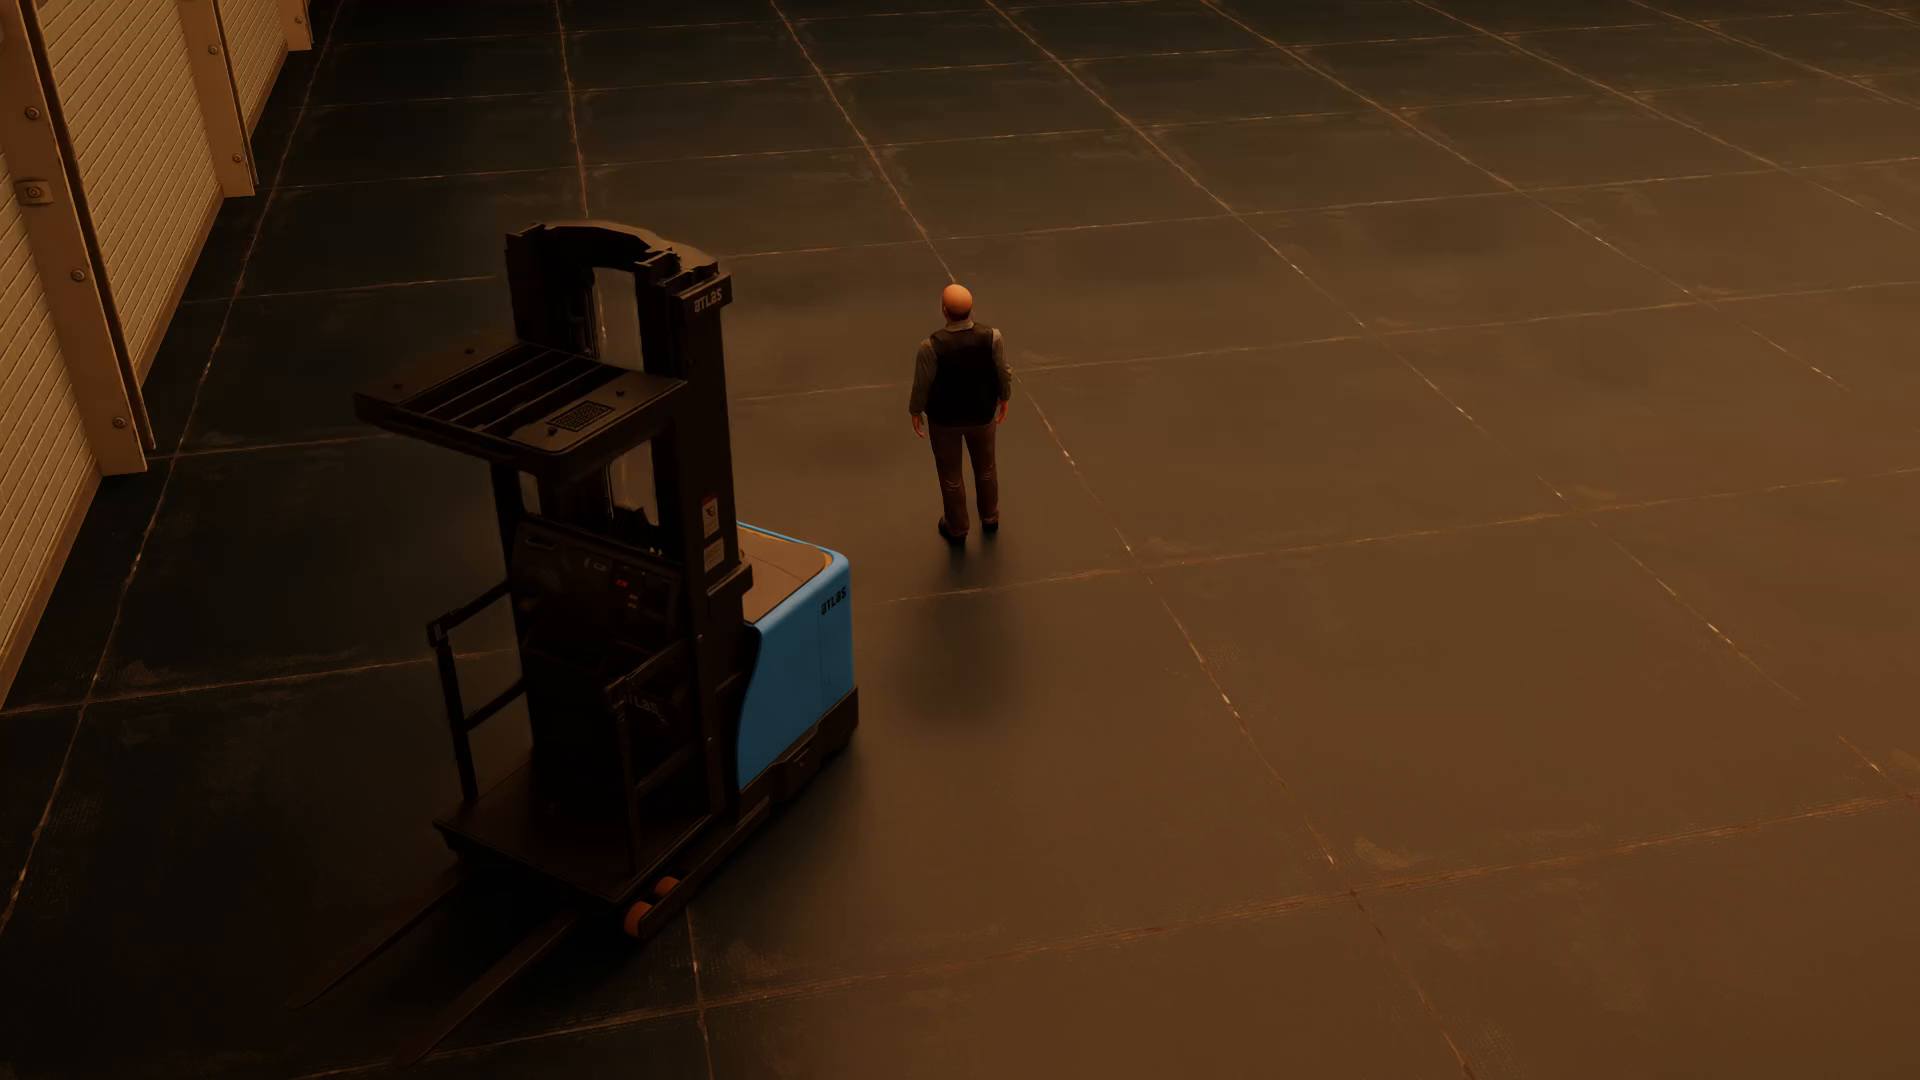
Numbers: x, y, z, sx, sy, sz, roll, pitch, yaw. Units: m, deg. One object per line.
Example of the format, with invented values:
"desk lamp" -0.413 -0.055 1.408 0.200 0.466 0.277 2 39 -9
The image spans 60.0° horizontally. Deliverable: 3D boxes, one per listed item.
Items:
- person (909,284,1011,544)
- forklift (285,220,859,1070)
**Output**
"person" -0.008 -0.783 10.119 0.633 1.722 0.566 -7 31 -12
"forklift" -1.706 0.250 7.142 1.130 2.935 3.031 16 34 26
